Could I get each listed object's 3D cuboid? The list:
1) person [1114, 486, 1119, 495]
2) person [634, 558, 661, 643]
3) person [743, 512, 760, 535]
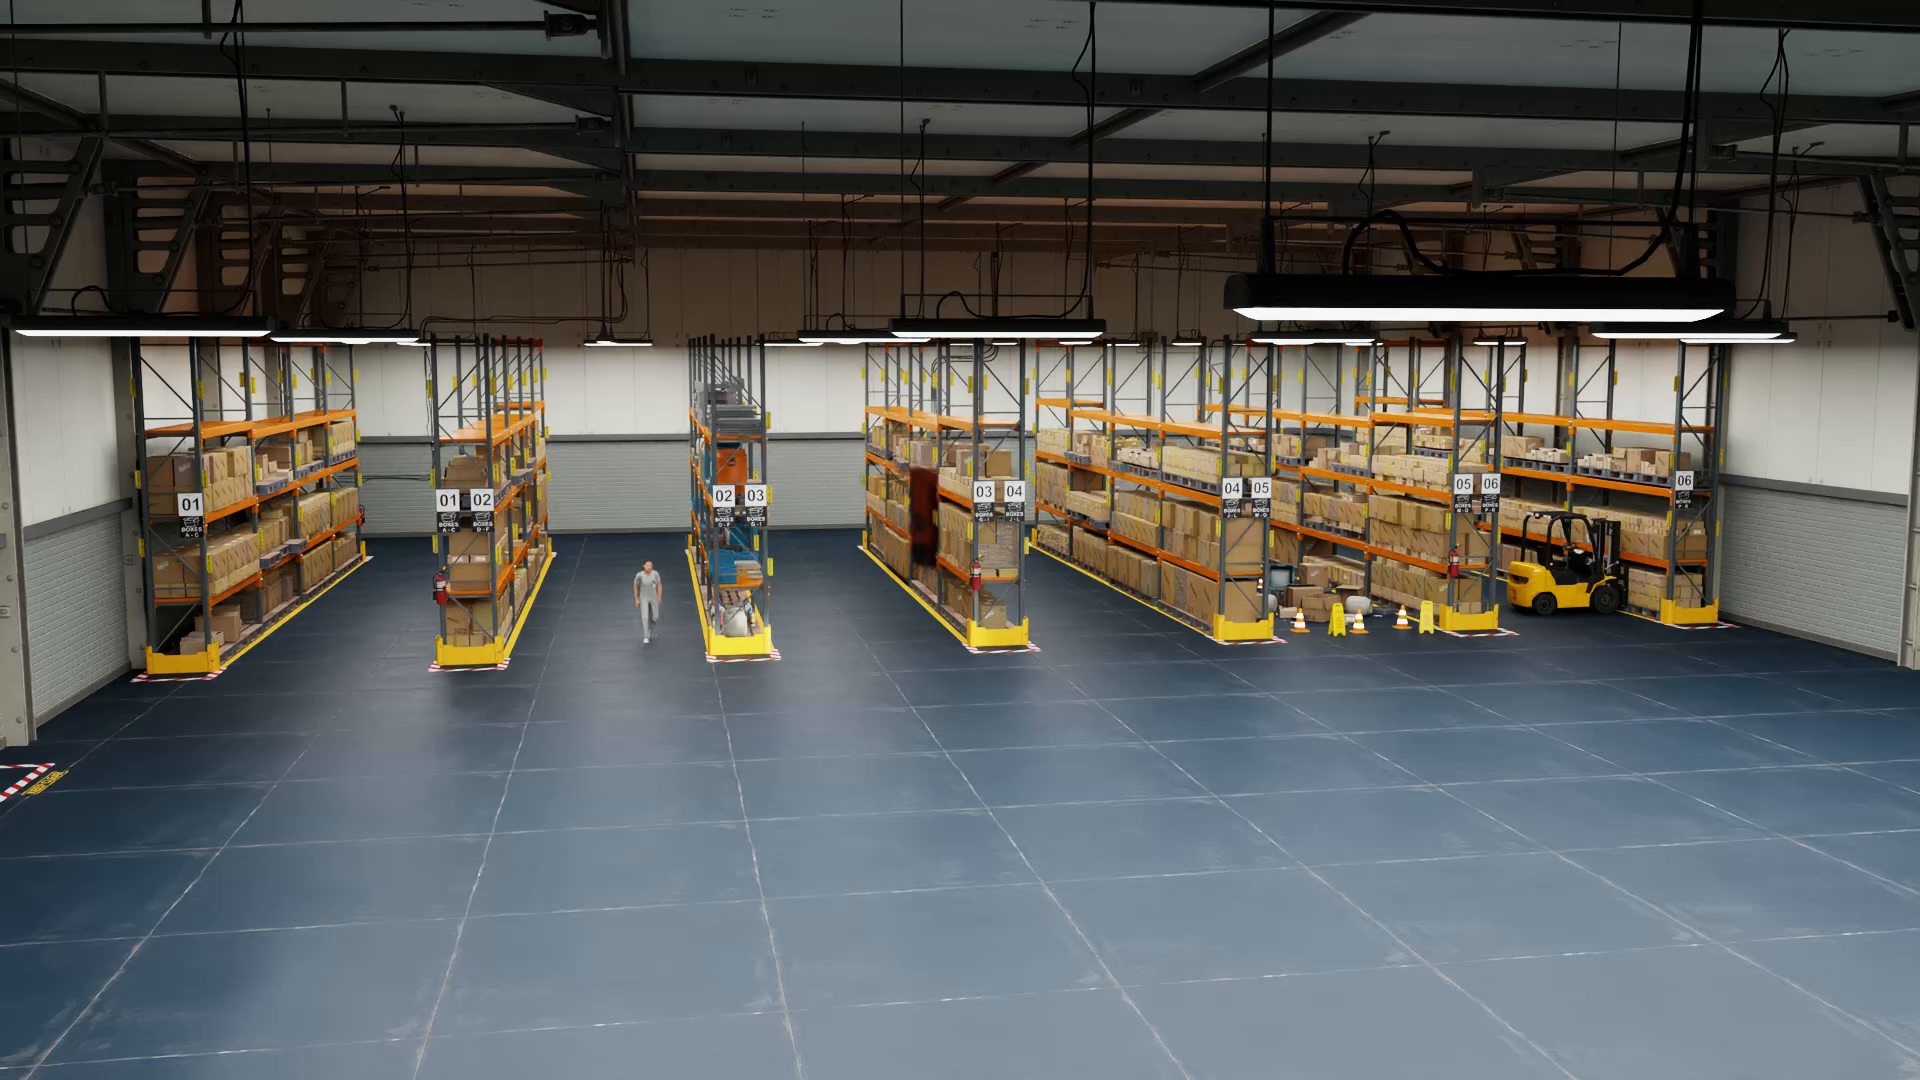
[{"bbox_3d":[4.555,-0.691,48.259,0.638,1.779,0.528,-5,8,-38],"label":"person"},{"bbox_3d":[-6.157,1.170,32.717,0.534,1.654,0.600,-3,7,-22],"label":"person"},{"bbox_3d":[-5.674,-0.268,44.740,0.595,1.761,0.718,3,7,26],"label":"person"}]
